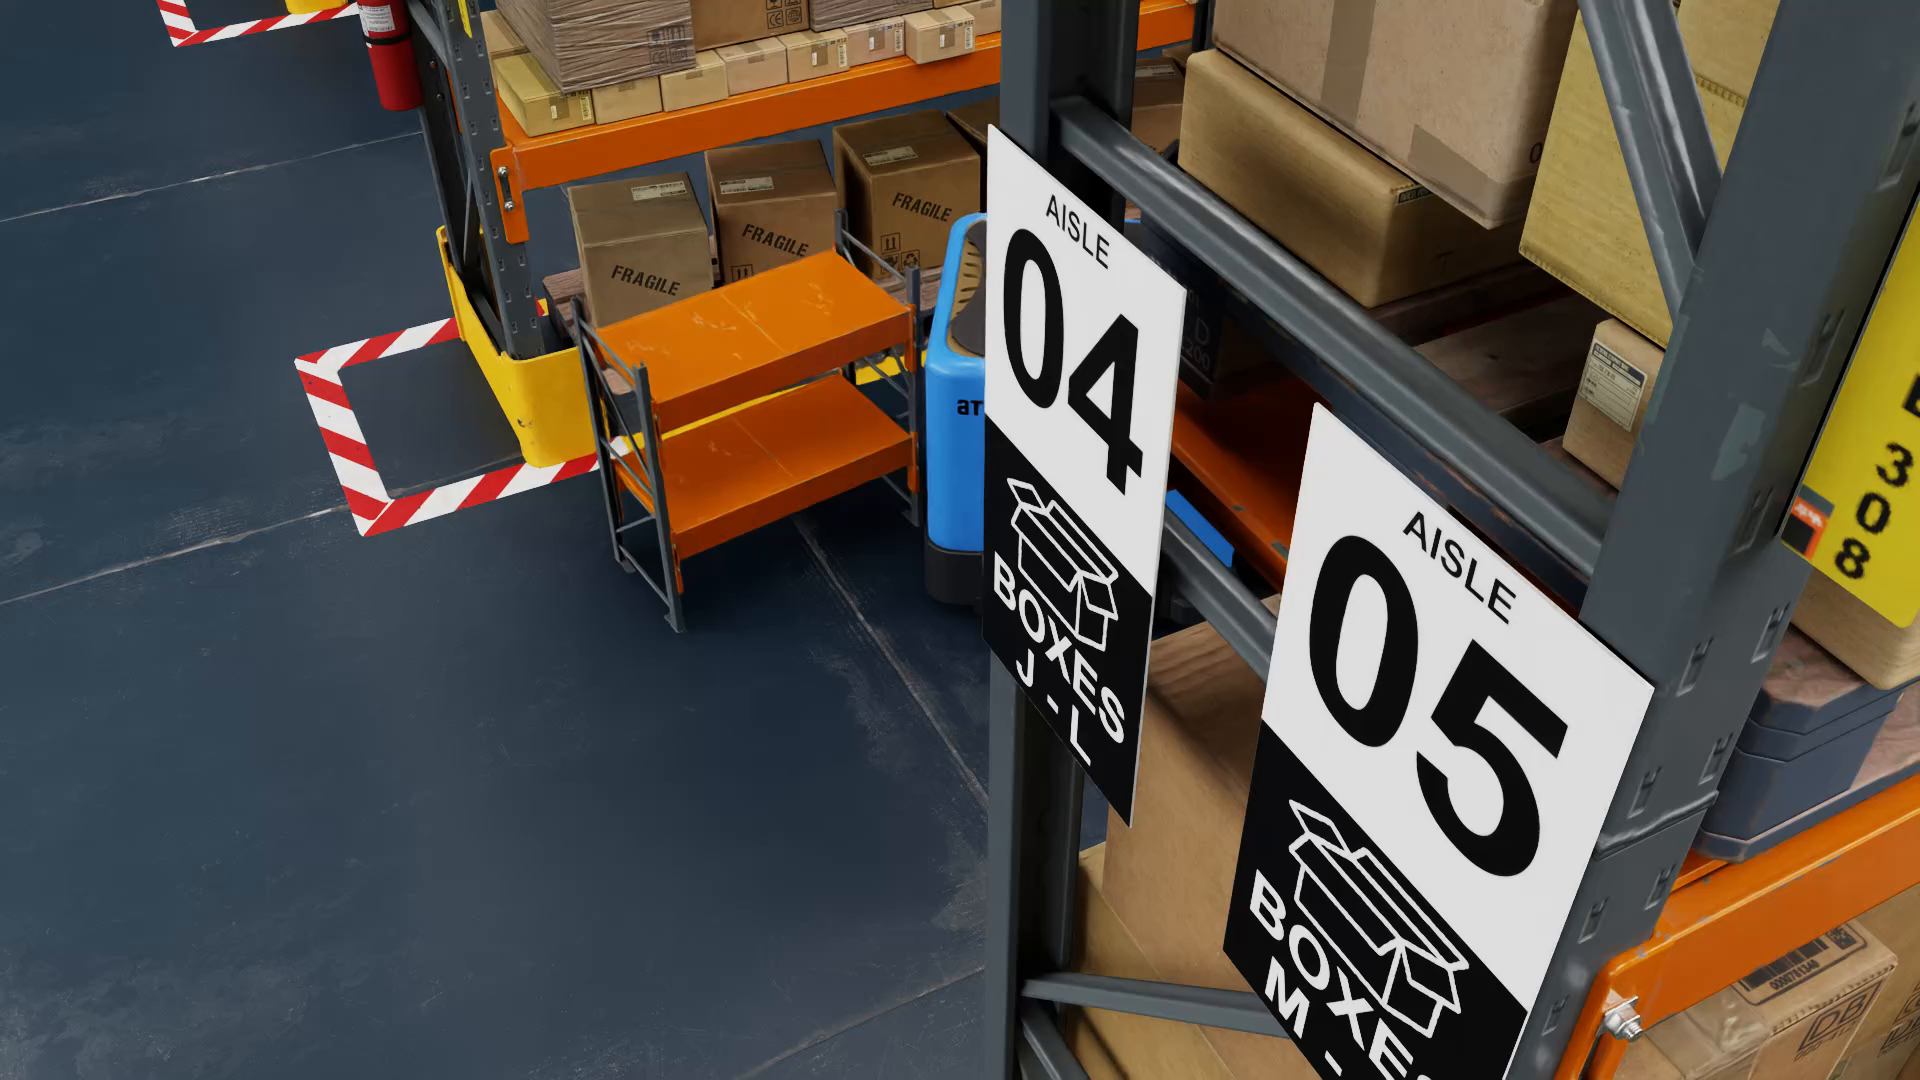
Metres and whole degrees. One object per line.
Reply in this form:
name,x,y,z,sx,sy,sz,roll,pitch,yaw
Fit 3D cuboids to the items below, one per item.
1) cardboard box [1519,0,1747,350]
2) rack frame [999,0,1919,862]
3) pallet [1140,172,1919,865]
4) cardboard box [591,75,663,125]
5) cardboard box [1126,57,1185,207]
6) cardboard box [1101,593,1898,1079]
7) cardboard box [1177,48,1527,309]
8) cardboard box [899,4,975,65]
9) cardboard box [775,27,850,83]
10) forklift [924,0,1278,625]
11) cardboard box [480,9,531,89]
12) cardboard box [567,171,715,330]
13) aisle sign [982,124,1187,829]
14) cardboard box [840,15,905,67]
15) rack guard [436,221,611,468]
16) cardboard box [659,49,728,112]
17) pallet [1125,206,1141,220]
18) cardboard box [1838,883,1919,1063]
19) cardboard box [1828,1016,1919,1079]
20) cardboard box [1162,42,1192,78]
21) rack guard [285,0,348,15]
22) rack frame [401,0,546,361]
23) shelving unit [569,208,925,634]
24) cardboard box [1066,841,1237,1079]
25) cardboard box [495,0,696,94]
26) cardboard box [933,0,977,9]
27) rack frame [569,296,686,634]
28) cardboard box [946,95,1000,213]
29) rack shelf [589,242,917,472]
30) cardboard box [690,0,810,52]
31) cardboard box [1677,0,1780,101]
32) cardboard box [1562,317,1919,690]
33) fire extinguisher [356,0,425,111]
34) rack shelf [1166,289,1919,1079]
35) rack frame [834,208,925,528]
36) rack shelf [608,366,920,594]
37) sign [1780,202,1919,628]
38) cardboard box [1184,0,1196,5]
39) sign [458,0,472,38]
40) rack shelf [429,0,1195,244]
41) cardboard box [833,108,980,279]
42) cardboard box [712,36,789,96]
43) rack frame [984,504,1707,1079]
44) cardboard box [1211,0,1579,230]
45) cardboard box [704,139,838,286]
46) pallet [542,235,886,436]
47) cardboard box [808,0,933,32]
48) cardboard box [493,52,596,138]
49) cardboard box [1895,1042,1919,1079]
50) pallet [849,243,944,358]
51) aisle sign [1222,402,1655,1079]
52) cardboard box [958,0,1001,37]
cardboard box,0.872,-0.304,1.449,0.500,0.250,0.500,-19,44,-21
rack frame,0.326,-1.197,0.699,0.127,3.000,1.000,-19,44,-21
pallet,0.979,-0.246,1.965,1.213,0.211,1.003,-19,44,-21
cardboard box,-1.283,-1.696,6.126,0.250,0.149,0.380,-19,44,-21
cardboard box,0.794,-1.908,7.792,0.500,0.500,0.500,-6,41,-7
cardboard box,0.672,0.535,2.344,0.550,0.550,0.875,-19,44,-21
cardboard box,0.464,-0.448,1.928,0.250,0.149,0.380,-19,44,-21
cardboard box,-0.138,-2.024,6.514,0.250,0.149,0.380,-19,44,-21
cardboard box,-0.617,-1.919,6.389,0.250,0.149,0.380,-19,44,-21
forklift,1.423,-1.089,5.267,3.031,2.935,1.130,3,40,4
cardboard box,-1.719,-1.887,6.352,0.250,0.149,0.380,-19,44,-21
cardboard box,-1.314,-1.162,6.911,0.500,0.500,0.500,-11,41,-13
aisle sign,0.124,-0.050,1.975,0.004,0.787,0.394,-19,44,-21
cardboard box,-0.408,-2.009,6.496,0.250,0.149,0.380,-19,44,-21
rack guard,-1.809,-0.848,6.865,0.348,0.500,1.175,-19,44,-21
cardboard box,-1.054,-1.762,6.204,0.250,0.149,0.380,-19,44,-21
pallet,1.092,-1.688,8.081,1.213,0.211,1.003,-19,44,-21
cardboard box,1.118,0.318,2.601,0.550,0.550,0.875,-19,44,-21
cardboard box,1.111,0.722,2.959,0.550,0.550,0.875,-19,44,-21
cardboard box,1.298,-2.083,7.999,0.500,0.500,0.500,-20,44,-22
rack guard,-4.118,-3.713,10.250,0.348,0.500,1.175,-19,44,-21
rack frame,-1.876,-1.779,6.030,0.127,3.000,1.000,-19,44,-21
shelving unit,-0.707,-0.424,5.880,1.048,1.125,0.538,-24,46,-26
cardboard box,0.634,0.899,2.750,0.550,0.550,0.875,-19,44,-21
cardboard box,-1.376,-2.080,6.077,0.500,0.500,0.875,-19,44,-21
cardboard box,-0.075,-2.564,6.650,0.500,0.500,0.875,-19,44,-21
rack frame,-1.124,-0.235,5.658,0.032,1.125,0.500,-24,46,-26
cardboard box,0.280,-1.677,7.520,0.500,0.500,0.500,-22,45,-24
rack shelf,-0.707,-0.647,5.691,1.000,0.278,0.538,-24,46,-26
cardboard box,-0.987,-2.297,6.335,0.500,0.500,0.875,-19,44,-21
cardboard box,0.769,-0.376,1.226,0.250,0.149,0.380,-18,43,-20
cardboard box,0.778,-0.073,1.485,0.250,0.149,0.380,-18,44,-20
fire extinguisher,-2.190,-1.980,6.327,0.183,0.674,0.296,-19,44,-21
rack shelf,2.099,-0.374,2.606,4.000,0.370,1.077,-19,44,-21
rack frame,-0.291,-0.612,6.102,0.032,1.125,0.500,-24,46,-26
rack shelf,-0.707,-0.237,6.038,1.000,0.278,0.538,-24,46,-26
sign,0.577,-0.096,0.982,0.005,0.325,0.100,-19,44,-21
cardboard box,0.971,-2.397,6.954,0.250,0.149,0.380,-19,44,-21
sign,-1.625,-1.799,5.384,0.005,0.325,0.100,-19,44,-21
rack shelf,-0.102,-2.102,6.968,4.000,0.370,1.077,-19,44,-21
cardboard box,-0.236,-1.536,7.353,0.500,0.500,0.500,-15,42,-17
cardboard box,-0.842,-1.848,6.306,0.250,0.149,0.380,-19,44,-21
rack frame,0.326,1.093,2.637,0.127,3.000,1.000,-19,44,-21
cardboard box,0.631,-0.613,1.814,0.500,0.250,0.500,-18,43,-20
cardboard box,-0.800,-1.360,7.145,0.500,0.500,0.500,-8,41,-9
pallet,-1.072,-0.960,7.221,1.213,0.211,1.003,-19,44,-21
cardboard box,-0.524,-2.422,6.482,0.500,0.500,0.875,-19,44,-21
cardboard box,-1.513,-1.632,6.051,0.250,0.149,0.380,-19,44,-21
cardboard box,1.666,0.627,3.071,0.550,0.550,0.875,-19,44,-21
pallet,0.009,-1.322,7.648,1.213,0.211,1.003,-19,44,-21
aisle sign,0.401,0.294,1.569,0.004,0.787,0.394,-19,44,-21
cardboard box,0.023,-2.175,6.692,0.250,0.149,0.380,-19,44,-21
